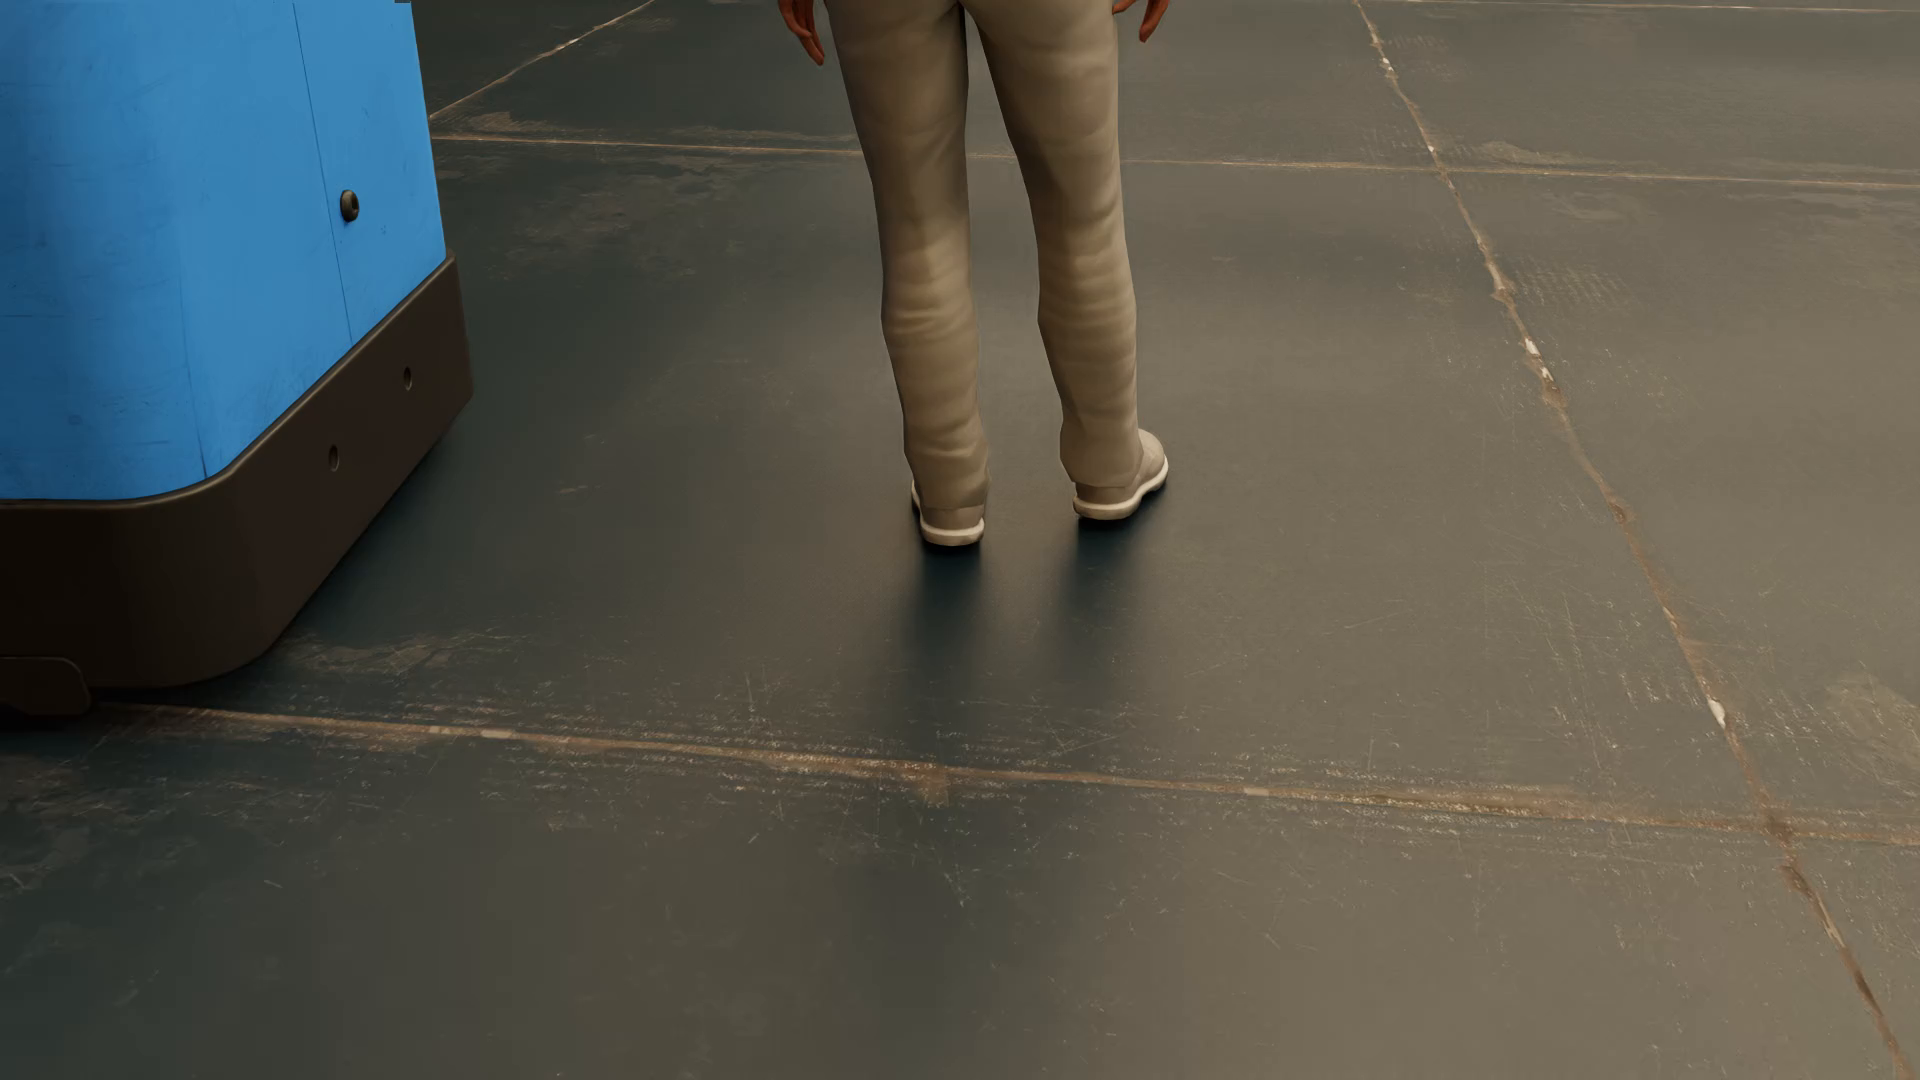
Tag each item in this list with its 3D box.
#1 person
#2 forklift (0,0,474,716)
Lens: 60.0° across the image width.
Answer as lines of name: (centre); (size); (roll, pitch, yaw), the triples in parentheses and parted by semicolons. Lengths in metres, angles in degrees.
person: (0.030, -0.797, 2.183); (0.569, 1.694, 0.529); (3, 27, 7)
forklift: (-2.357, -1.326, 1.875); (3.031, 2.935, 1.130); (1, 27, 2)
